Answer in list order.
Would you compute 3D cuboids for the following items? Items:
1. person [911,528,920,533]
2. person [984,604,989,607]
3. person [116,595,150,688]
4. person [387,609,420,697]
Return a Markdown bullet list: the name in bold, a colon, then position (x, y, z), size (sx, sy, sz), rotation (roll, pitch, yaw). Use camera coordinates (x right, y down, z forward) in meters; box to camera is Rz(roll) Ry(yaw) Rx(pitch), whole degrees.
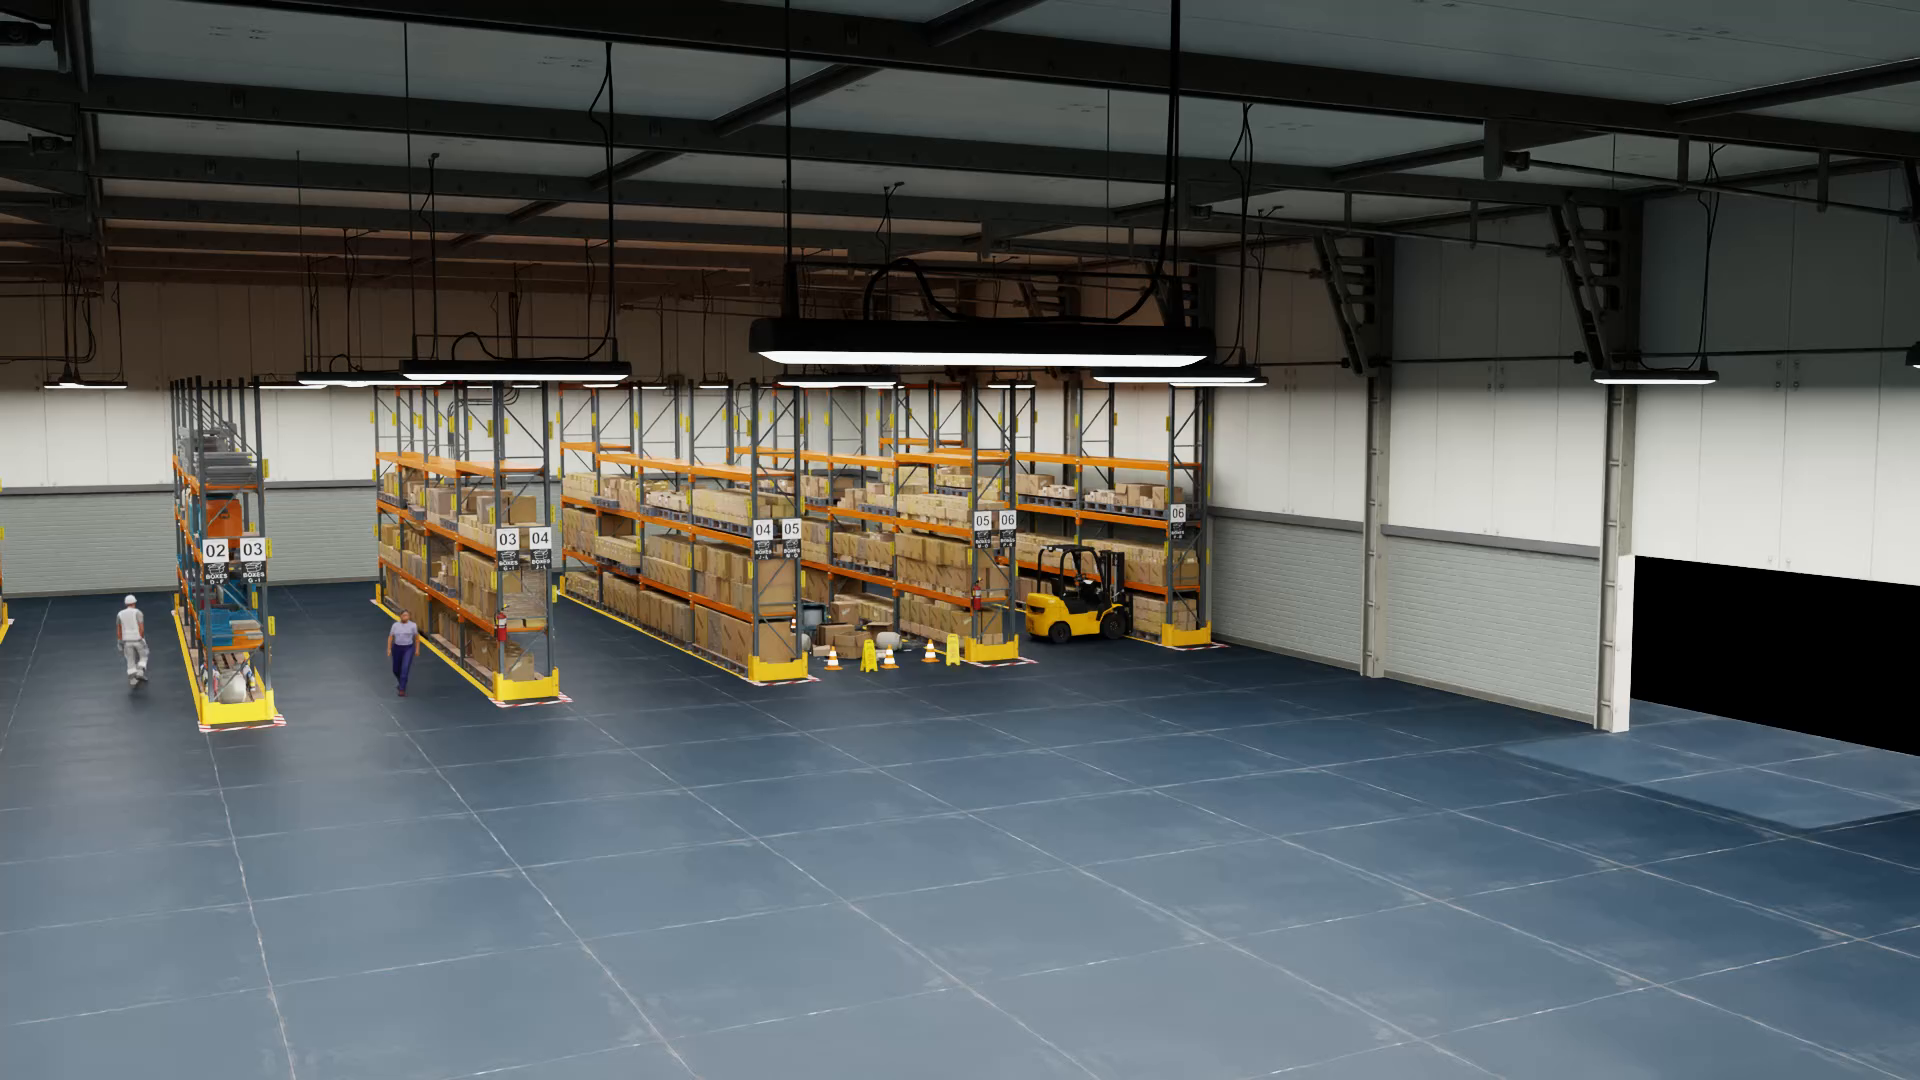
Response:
- **person**: position (-1.261, 0.474, 46.607), size (0.538, 1.681, 0.772), rotation (-3, 6, -31)
- **person**: position (0.545, 0.990, 43.482), size (0.619, 1.783, 0.562), rotation (-5, 7, -44)
- **person**: position (-16.051, 1.964, 32.261), size (0.578, 1.779, 0.552), rotation (-2, 5, -17)
- **person**: position (-10.577, 2.115, 31.622), size (0.556, 1.614, 0.869), rotation (-1, 5, -9)
